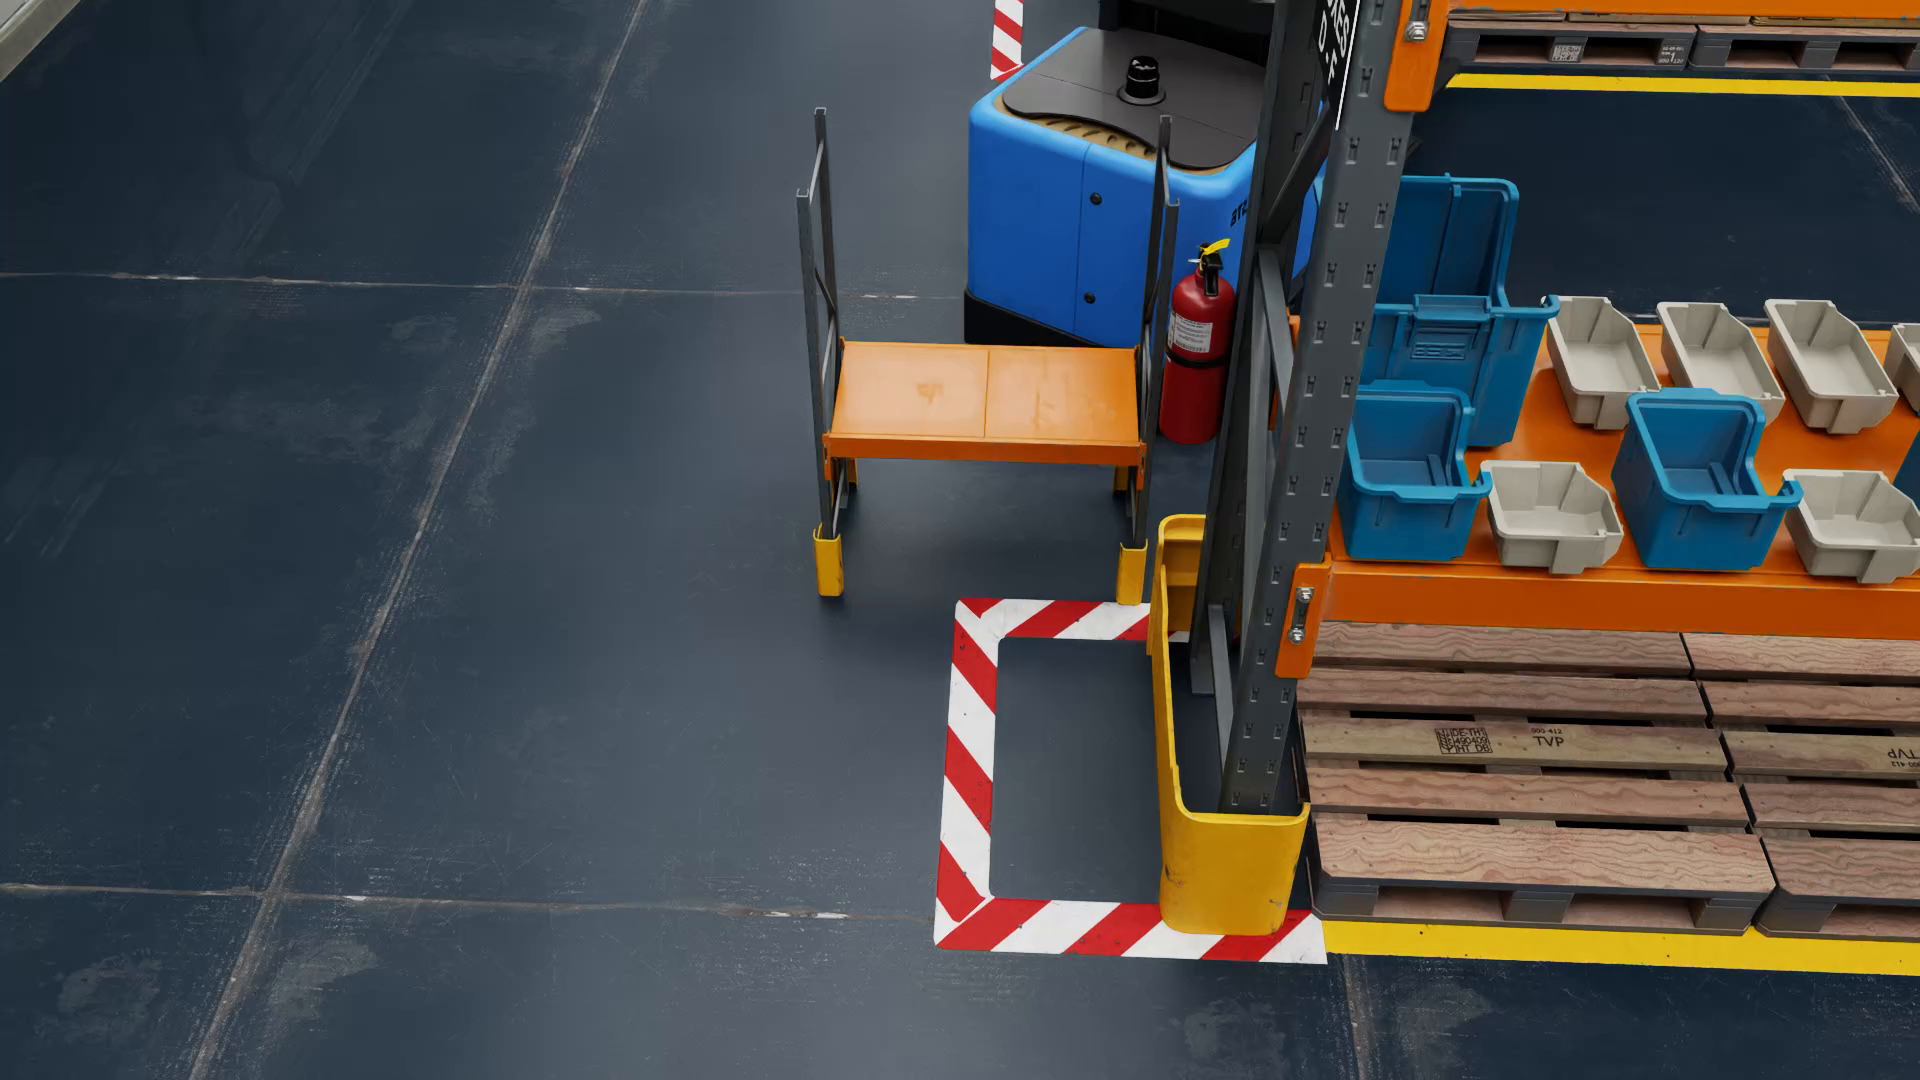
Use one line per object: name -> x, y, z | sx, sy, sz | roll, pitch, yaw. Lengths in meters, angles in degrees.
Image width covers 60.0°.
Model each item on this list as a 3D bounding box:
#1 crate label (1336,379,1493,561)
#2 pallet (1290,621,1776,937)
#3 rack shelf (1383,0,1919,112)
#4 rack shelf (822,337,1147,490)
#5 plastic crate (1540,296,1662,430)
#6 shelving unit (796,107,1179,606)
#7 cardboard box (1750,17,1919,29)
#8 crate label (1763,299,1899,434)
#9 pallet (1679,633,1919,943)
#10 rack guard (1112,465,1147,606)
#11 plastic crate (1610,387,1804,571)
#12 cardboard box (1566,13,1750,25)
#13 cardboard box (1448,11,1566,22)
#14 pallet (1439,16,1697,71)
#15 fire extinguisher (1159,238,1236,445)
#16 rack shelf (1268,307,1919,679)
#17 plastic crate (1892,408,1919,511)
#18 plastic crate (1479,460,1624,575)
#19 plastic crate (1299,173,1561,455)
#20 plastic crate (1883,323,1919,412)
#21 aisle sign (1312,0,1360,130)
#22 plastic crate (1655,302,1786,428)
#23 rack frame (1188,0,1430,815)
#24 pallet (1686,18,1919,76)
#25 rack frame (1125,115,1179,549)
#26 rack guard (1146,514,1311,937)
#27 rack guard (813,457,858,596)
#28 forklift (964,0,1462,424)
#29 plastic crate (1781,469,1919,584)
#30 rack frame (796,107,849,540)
crate label -> 1.010, -0.145, 3.784 | 0.303, 0.233, 0.416 | 2, 43, 2
pallet -> 1.600, 0.656, 4.891 | 1.213, 0.211, 1.003 | 2, 43, 2
rack shelf -> 2.776, -1.189, 3.153 | 4.000, 0.370, 1.077 | 2, 43, 2
rack shelf -> 0.085, -0.415, 5.359 | 1.000, 0.185, 0.538 | 2, 43, 2
plastic crate -> 1.601, -0.440, 4.171 | 0.243, 0.136, 0.396 | 2, 43, 2
shelving unit -> 0.076, -0.547, 5.236 | 1.083, 1.500, 0.587 | 2, 43, 2
cardboard box -> 4.341, -3.117, 8.146 | 0.875, 0.875, 0.875 | 2, 43, 2
crate label -> 2.169, -0.429, 4.160 | 0.243, 0.136, 0.396 | 2, 43, 2
pallet -> 2.816, 0.695, 4.849 | 1.213, 0.211, 1.003 | 2, 43, 2
rack guard -> 0.574, -0.074, 5.646 | 0.087, 0.250, 0.587 | 2, 43, 2
plastic crate -> 1.668, -0.125, 3.762 | 0.300, 0.233, 0.416 | 2, 43, 2
cardboard box -> 3.442, -3.145, 8.176 | 0.875, 0.875, 0.875 | 2, 43, 2
cardboard box -> 2.553, -3.172, 8.205 | 0.875, 0.875, 0.875 | 2, 43, 2
pallet -> 3.019, -2.758, 8.556 | 1.213, 0.211, 1.003 | 2, 43, 2
fire extinguisher -> 0.648, -0.566, 4.487 | 0.183, 0.674, 0.296 | 2, 43, 2
rack shelf -> 2.776, -0.092, 4.176 | 4.000, 0.370, 1.077 | 2, 43, 2
plastic crate -> 2.325, -0.105, 3.741 | 0.300, 0.233, 0.416 | 2, 43, 2
plastic crate -> 1.327, -0.044, 3.746 | 0.298, 0.136, 0.250 | 2, 43, 2
plastic crate -> 1.121, -0.568, 4.089 | 0.499, 0.435, 0.616 | 2, 43, 2
plastic crate -> 2.466, -0.433, 4.164 | 0.250, 0.136, 0.298 | 2, 43, 2
aisle sign -> 0.693, -1.167, 2.895 | 0.004, 0.787, 0.394 | 2, 43, 2
plastic crate -> 1.890, -0.421, 4.151 | 0.243, 0.136, 0.396 | 2, 43, 2
rack frame -> 0.778, -0.416, 3.996 | 0.127, 3.000, 1.000 | 2, 43, 2
pallet -> 4.241, -2.722, 8.518 | 1.213, 0.211, 1.003 | 2, 43, 2
rack frame -> 0.593, -0.531, 5.219 | 0.032, 1.500, 0.500 | 2, 43, 2
rack guard -> 0.753, 0.506, 4.840 | 0.348, 0.500, 1.175 | 2, 43, 2
rack guard -> -0.421, -0.104, 5.679 | 0.087, 0.250, 0.587 | 2, 43, 2
forklift -> 1.252, -2.448, 6.227 | 1.130, 2.935, 3.031 | 24, 48, 24
plastic crate -> 2.004, -0.023, 3.723 | 0.298, 0.136, 0.250 | 2, 43, 2
rack frame -> -0.423, -0.562, 5.253 | 0.032, 1.500, 0.500 | 2, 43, 2
